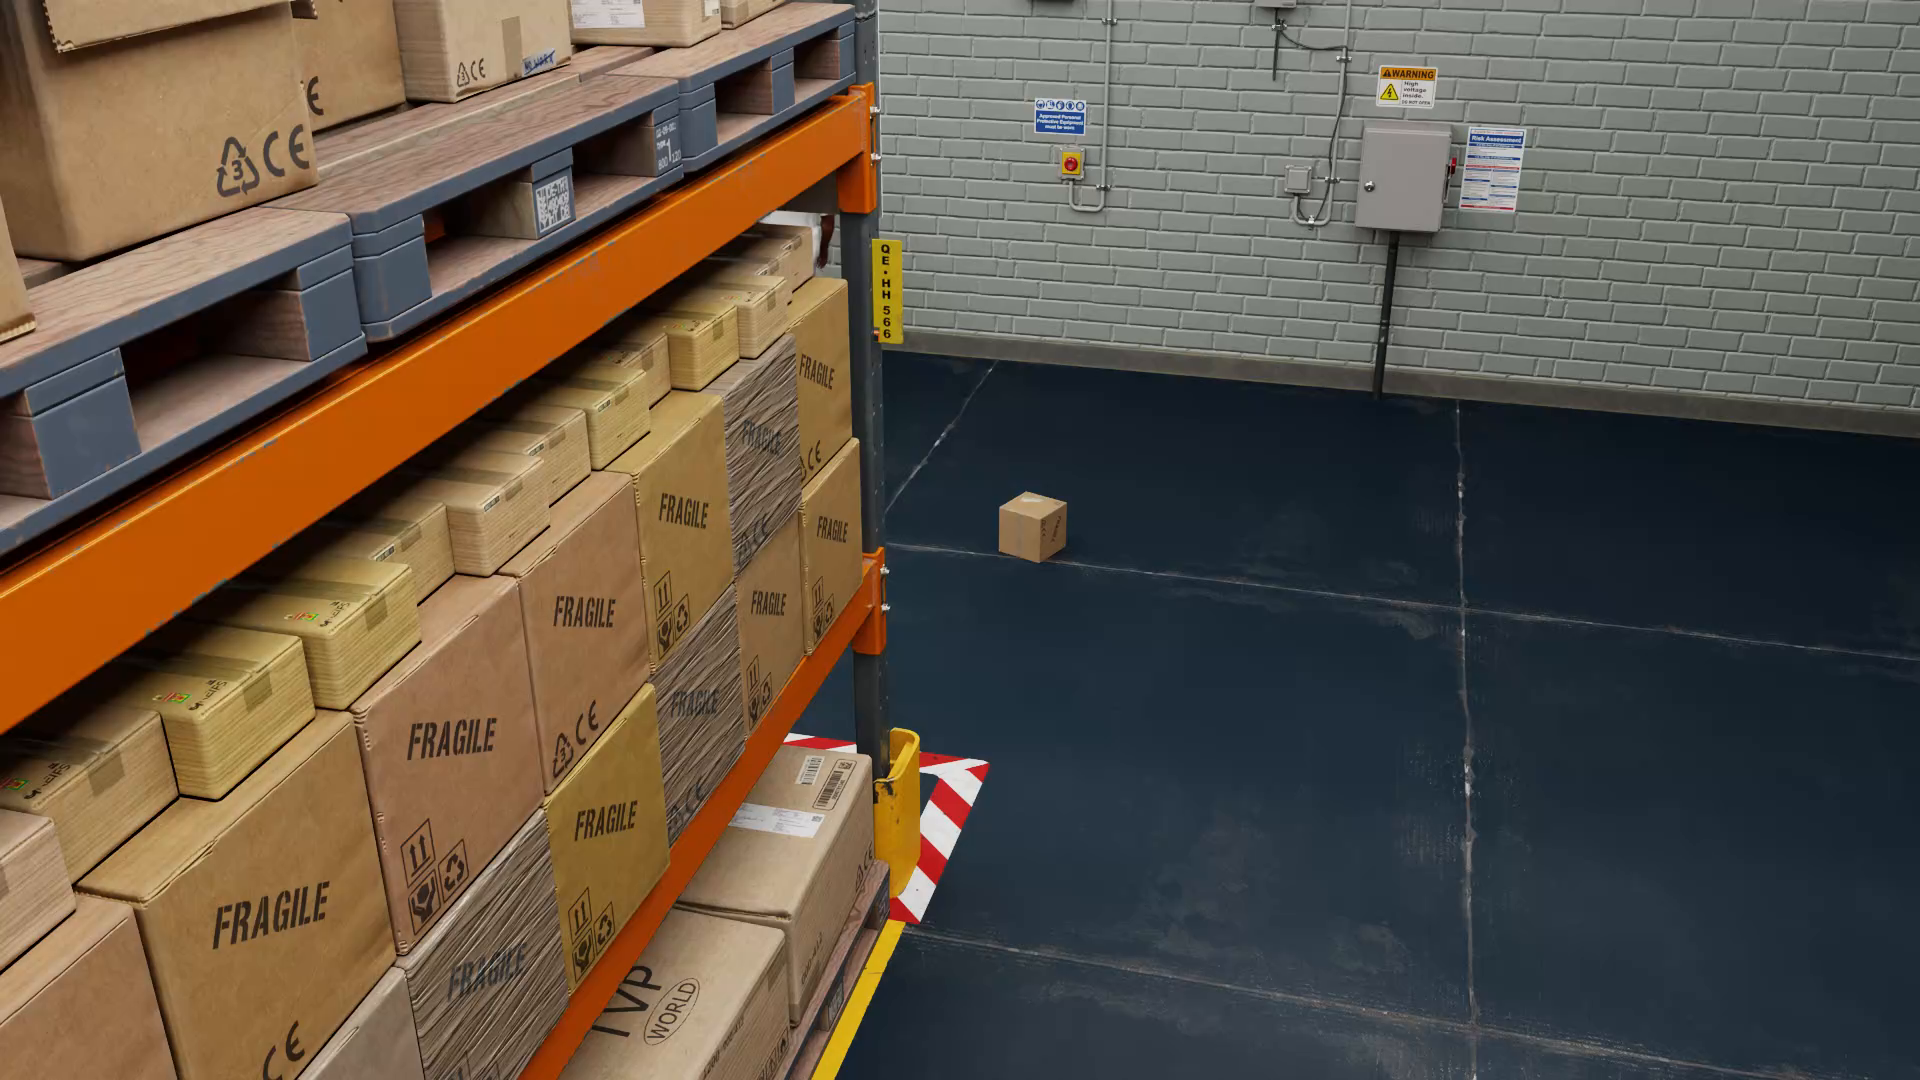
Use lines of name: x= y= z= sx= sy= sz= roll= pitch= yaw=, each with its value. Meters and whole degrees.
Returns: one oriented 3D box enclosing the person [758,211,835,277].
person: x=-1.080 y=-1.728 z=10.257 sx=0.617 sy=1.830 sz=0.468 roll=-9 pitch=27 yaw=-19
